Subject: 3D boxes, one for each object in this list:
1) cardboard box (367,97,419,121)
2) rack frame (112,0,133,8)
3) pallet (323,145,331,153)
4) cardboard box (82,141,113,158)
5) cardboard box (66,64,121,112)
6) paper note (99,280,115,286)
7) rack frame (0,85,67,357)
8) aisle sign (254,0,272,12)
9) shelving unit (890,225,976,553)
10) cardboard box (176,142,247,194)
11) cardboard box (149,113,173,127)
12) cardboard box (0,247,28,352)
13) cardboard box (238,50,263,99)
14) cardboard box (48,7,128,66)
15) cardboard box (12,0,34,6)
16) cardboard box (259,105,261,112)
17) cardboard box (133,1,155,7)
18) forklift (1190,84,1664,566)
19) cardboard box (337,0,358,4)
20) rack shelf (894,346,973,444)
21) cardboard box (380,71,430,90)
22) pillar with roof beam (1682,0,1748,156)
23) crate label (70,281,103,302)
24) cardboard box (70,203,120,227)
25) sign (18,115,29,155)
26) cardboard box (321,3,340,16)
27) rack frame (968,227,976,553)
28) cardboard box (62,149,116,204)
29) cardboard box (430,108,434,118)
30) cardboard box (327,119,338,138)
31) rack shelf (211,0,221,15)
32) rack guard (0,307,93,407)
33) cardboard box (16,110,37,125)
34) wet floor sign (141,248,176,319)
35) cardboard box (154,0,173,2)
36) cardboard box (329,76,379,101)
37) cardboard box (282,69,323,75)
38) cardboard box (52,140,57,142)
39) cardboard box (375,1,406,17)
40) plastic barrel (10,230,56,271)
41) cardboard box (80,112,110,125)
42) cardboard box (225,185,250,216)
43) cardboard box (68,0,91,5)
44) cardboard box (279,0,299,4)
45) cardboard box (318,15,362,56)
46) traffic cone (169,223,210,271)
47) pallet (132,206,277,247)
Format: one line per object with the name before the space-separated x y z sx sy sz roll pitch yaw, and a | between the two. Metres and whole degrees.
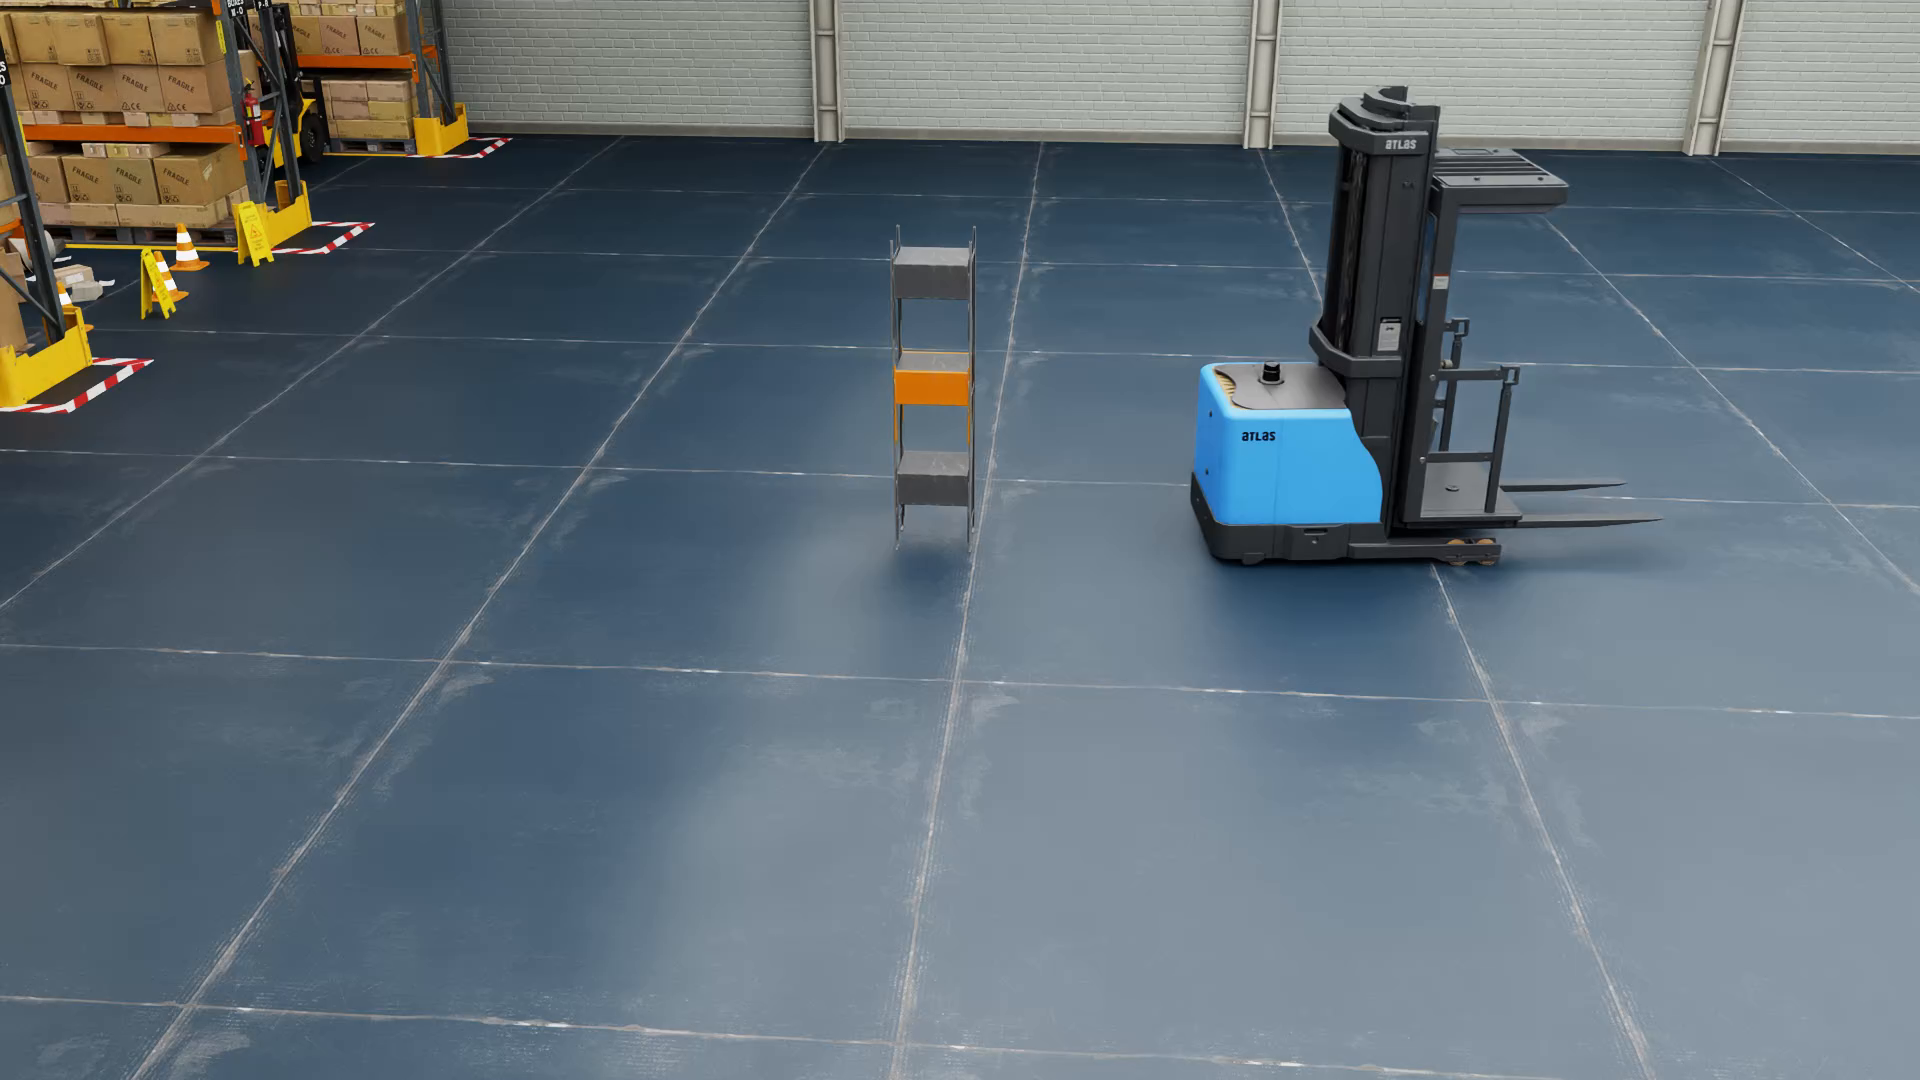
cardboard box | -7.713 -5.885 22.640 0.500 0.250 0.500 2 25 3
rack frame | -11.192 -6.959 22.785 0.127 3.000 1.000 2 25 4
pallet | -9.183 -5.611 23.192 1.213 0.211 1.003 2 25 4
cardboard box | -9.283 -4.258 18.029 0.250 0.149 0.380 3 25 6
cardboard box | -9.140 -4.880 17.792 0.500 0.500 0.500 2 25 4
paper note | -8.675 -2.614 16.894 0.142 0.019 0.148 -7 26 -14
rack frame | -7.858 -2.696 13.520 0.127 3.000 1.000 2 25 4
aisle sign | -7.495 -6.070 17.743 0.004 0.787 0.394 2 25 4
shelving unit | -0.165 -0.959 10.823 0.503 2.100 0.431 2 25 4
cardboard box | -8.387 -4.186 18.648 0.500 0.500 0.500 1 25 2
cardboard box | -8.484 -4.550 17.849 0.250 0.149 0.380 1 25 3
cardboard box | -8.539 -1.915 13.863 0.875 0.875 0.875 2 25 4
cardboard box | -8.031 -5.073 18.211 0.500 0.500 0.500 1 25 3
cardboard box | -9.127 -5.315 17.540 0.500 0.500 0.700 2 25 3
cardboard box | -12.577 -7.235 22.490 0.250 0.149 0.380 1 25 3
cardboard box | -7.903 -4.745 18.274 0.250 0.149 0.380 2 25 4
cardboard box | -10.894 -7.179 22.368 0.250 0.149 0.380 1 25 3
forklift | 3.145 -1.385 10.753 3.031 2.935 1.130 -1 25 -2
cardboard box | -8.088 -7.222 22.105 0.250 0.149 0.380 2 25 5
rack shelf | -0.165 -0.947 10.828 0.480 0.518 0.431 2 25 4
cardboard box | -7.668 -6.321 22.989 0.500 0.250 0.500 1 25 3
pillar with roof beam | 9.789 -7.584 16.966 0.400 9.000 9.100 2 25 4
crate label | -8.642 -2.463 16.440 0.298 0.136 0.250 -11 27 -23
cardboard box | -9.445 -3.652 18.384 0.500 0.250 0.500 1 25 2
sign | -7.810 -3.356 13.824 0.005 0.325 0.100 2 25 4
cardboard box | -8.328 -7.107 22.212 0.250 0.149 0.380 2 25 4
rack frame | 0.078 -0.951 10.806 0.015 2.100 0.400 2 25 4
cardboard box | -9.422 -3.995 18.235 0.500 0.500 0.500 1 25 3
cardboard box | -7.679 -5.870 23.205 0.500 0.250 0.500 2 25 4
cardboard box | -8.690 -5.695 22.826 0.500 0.250 0.500 2 25 5
rack shelf | -9.574 -5.862 17.673 4.000 0.370 1.077 2 25 4
rack guard | -7.834 -1.559 14.040 0.348 0.500 1.175 2 25 4
cardboard box | -10.004 -4.587 17.931 0.250 0.149 0.380 2 25 4
wet floor sign | -7.678 -2.450 15.803 0.232 0.644 0.267 -2 25 -5
cardboard box | -10.628 -7.337 22.355 0.250 0.149 0.380 2 25 5
cardboard box | -8.196 -6.125 22.564 0.500 0.250 0.500 2 25 5
cardboard box | -9.175 -6.375 23.107 0.500 0.250 0.500 1 25 3
cardboard box | -10.451 -4.250 18.787 0.500 0.500 0.500 2 25 5
cardboard box | -7.571 -7.065 22.120 0.250 0.149 0.380 2 25 5
plastic barrel | -9.755 -3.027 17.321 0.421 0.421 0.512 22 33 39
cardboard box | -9.250 -4.582 17.921 0.250 0.149 0.380 2 25 3
cardboard box | -8.363 -3.845 18.804 0.500 0.250 0.500 2 25 4
cardboard box | -11.808 -7.218 22.452 0.250 0.149 0.380 1 25 3
cardboard box | -8.857 -7.229 22.120 0.250 0.149 0.380 2 25 5
cardboard box | -8.231 -6.803 22.326 0.500 0.500 0.500 3 25 6
traffic cone | -8.108 -3.086 17.402 0.334 0.463 0.336 2 25 4
pallet | -8.463 -3.538 18.687 1.213 0.211 1.003 2 25 4
